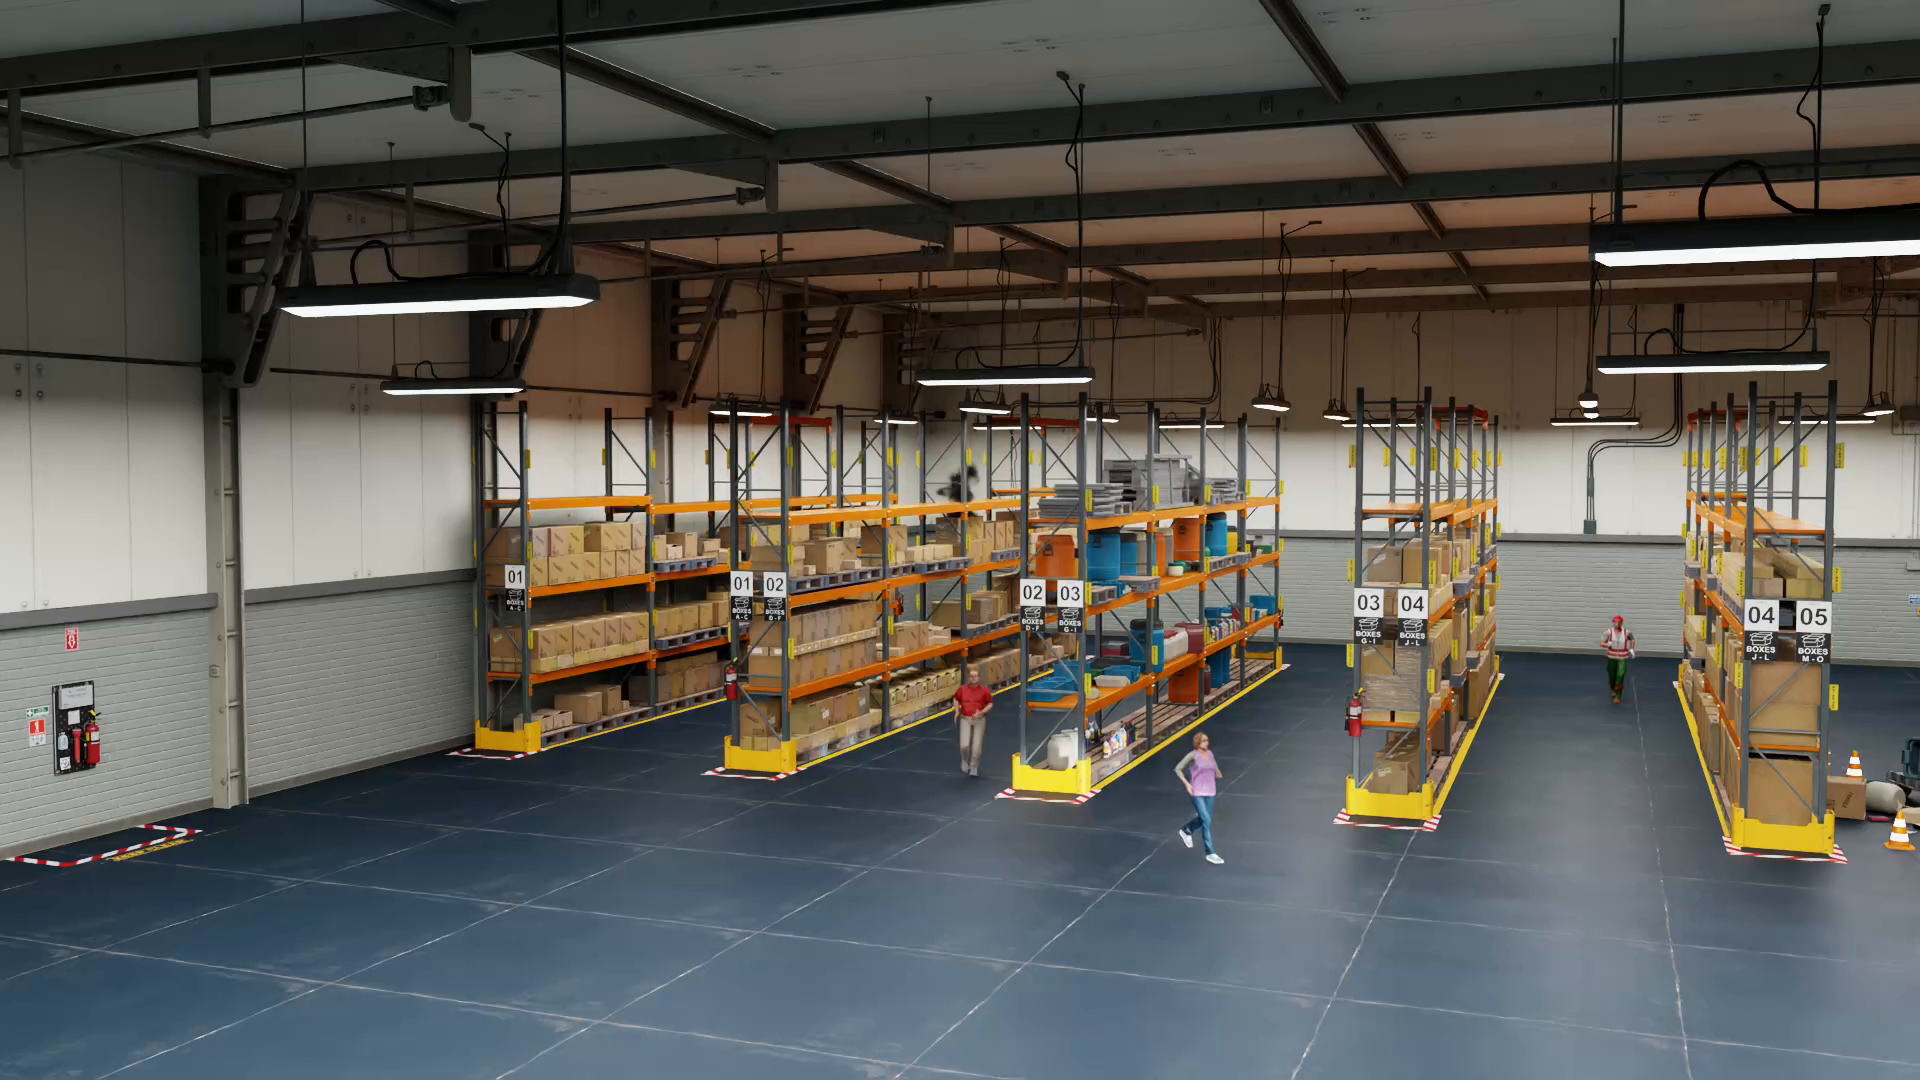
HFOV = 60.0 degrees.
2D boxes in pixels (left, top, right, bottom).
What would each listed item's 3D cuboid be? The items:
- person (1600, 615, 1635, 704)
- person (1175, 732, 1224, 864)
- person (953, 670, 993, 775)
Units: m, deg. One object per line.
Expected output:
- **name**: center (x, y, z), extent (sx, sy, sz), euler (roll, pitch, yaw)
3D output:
- **person**: center (13.450, 2.419, 34.036), extent (0.664, 1.772, 0.999), euler (1, 3, 23)
- **person**: center (3.002, 3.177, 20.749), extent (0.542, 1.576, 0.889), euler (-2, 3, -34)
- **person**: center (0.196, 2.885, 26.177), extent (0.648, 1.672, 0.587), euler (0, 3, 4)
